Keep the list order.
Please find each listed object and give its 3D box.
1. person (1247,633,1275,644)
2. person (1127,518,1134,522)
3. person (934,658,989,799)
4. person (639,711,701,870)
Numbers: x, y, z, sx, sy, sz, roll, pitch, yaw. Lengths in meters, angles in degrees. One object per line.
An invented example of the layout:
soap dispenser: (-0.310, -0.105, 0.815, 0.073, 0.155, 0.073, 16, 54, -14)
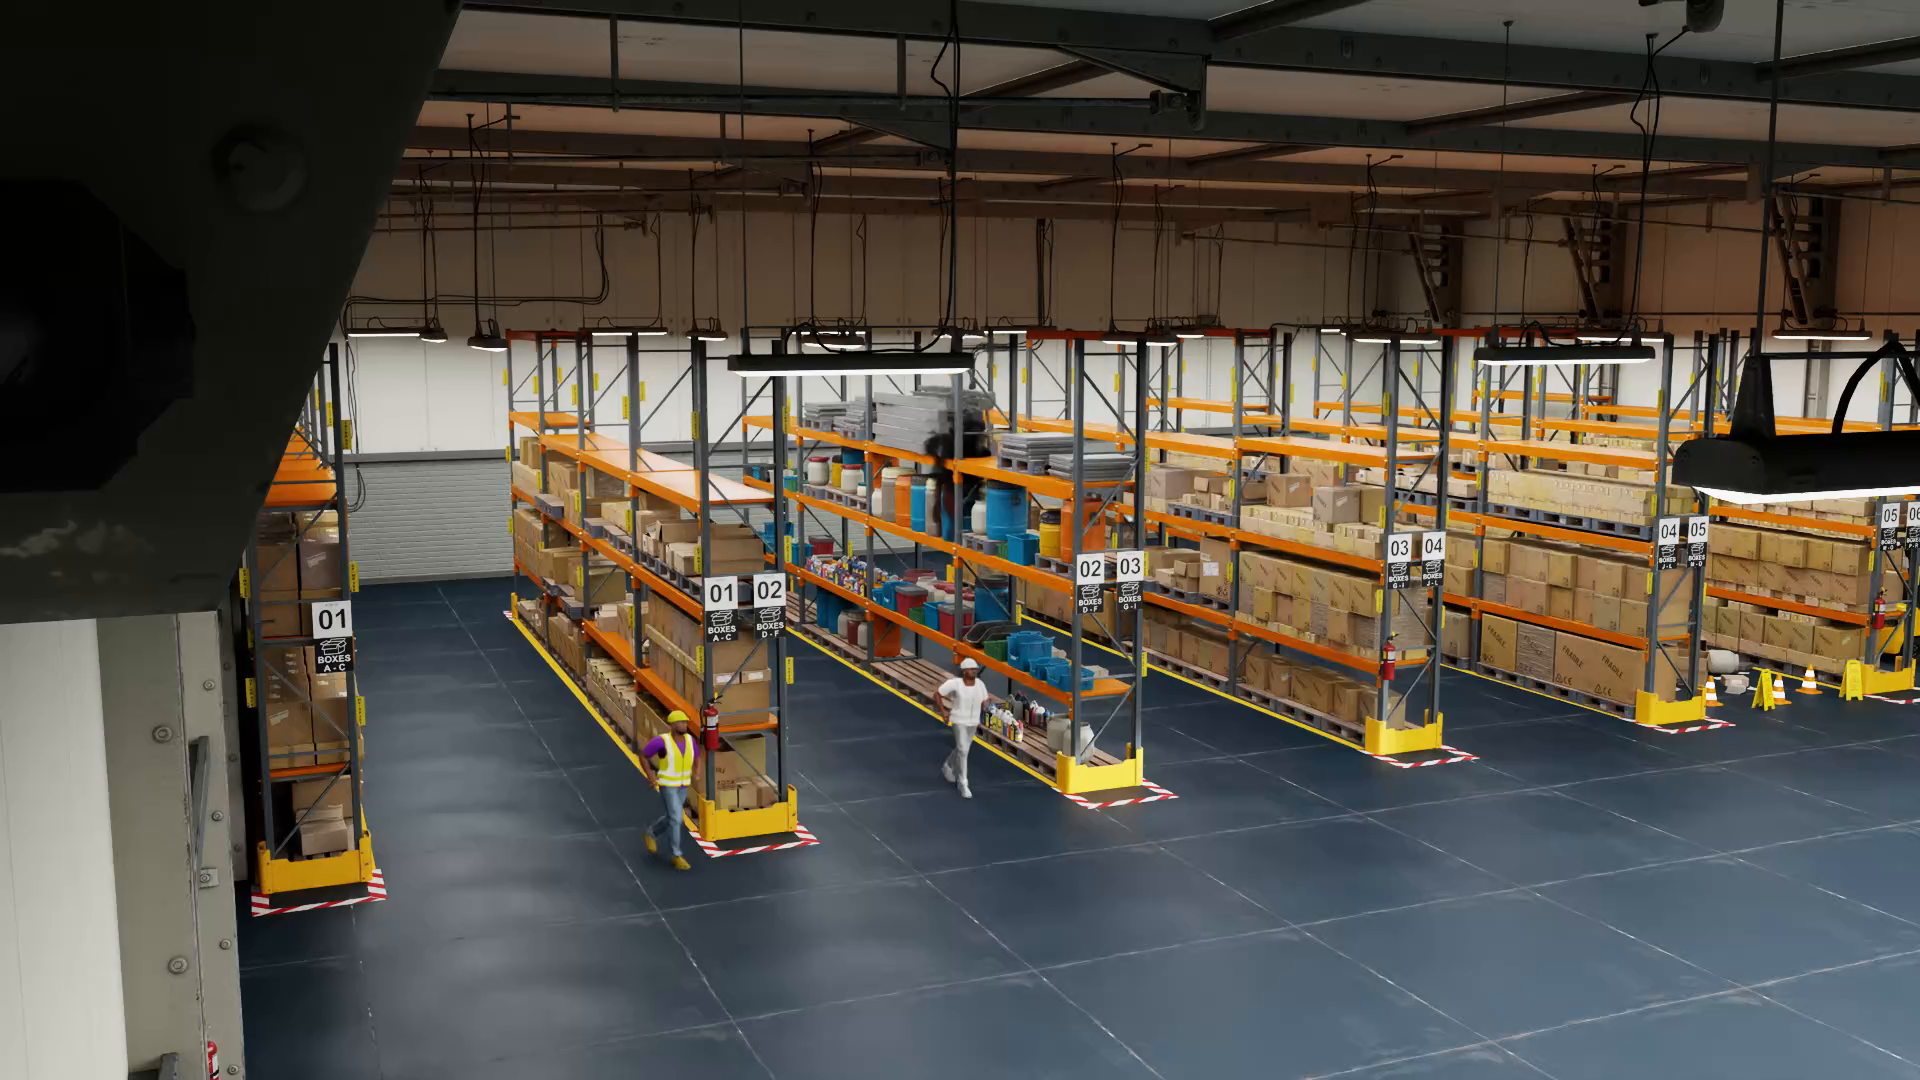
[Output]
person: (5.838, 1.108, 32.195, 0.518, 1.665, 0.858, -4, 9, -26)
person: (3.899, 0.308, 38.397, 0.610, 1.665, 0.872, -4, 9, -24)
person: (0.073, 2.460, 22.179, 0.718, 1.795, 0.875, -5, 9, -34)
person: (-3.321, 2.851, 19.329, 0.839, 1.761, 0.725, 6, 10, 39)
